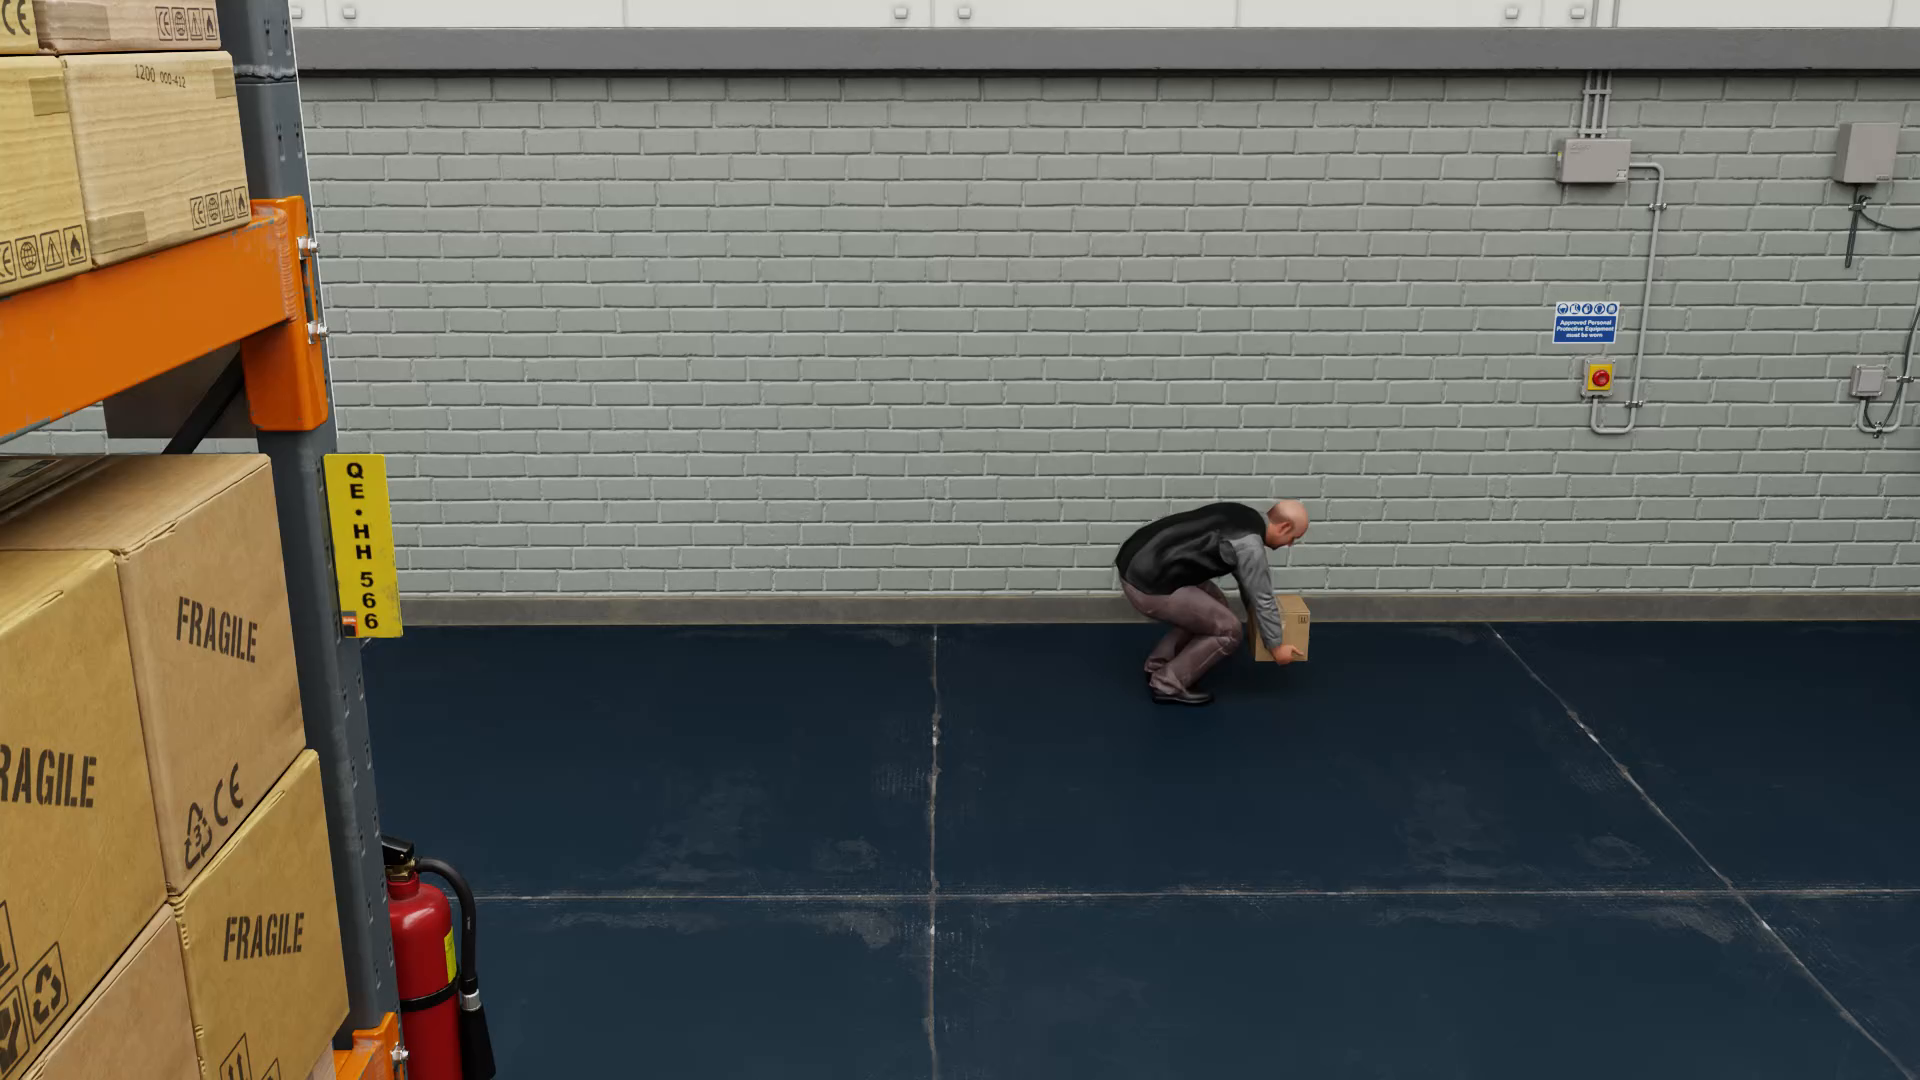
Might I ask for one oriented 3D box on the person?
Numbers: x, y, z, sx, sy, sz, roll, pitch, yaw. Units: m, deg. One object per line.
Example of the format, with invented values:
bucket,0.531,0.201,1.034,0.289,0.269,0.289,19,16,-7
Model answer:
person,1.205,0.282,7.994,0.915,0.950,0.516,-1,17,-3
